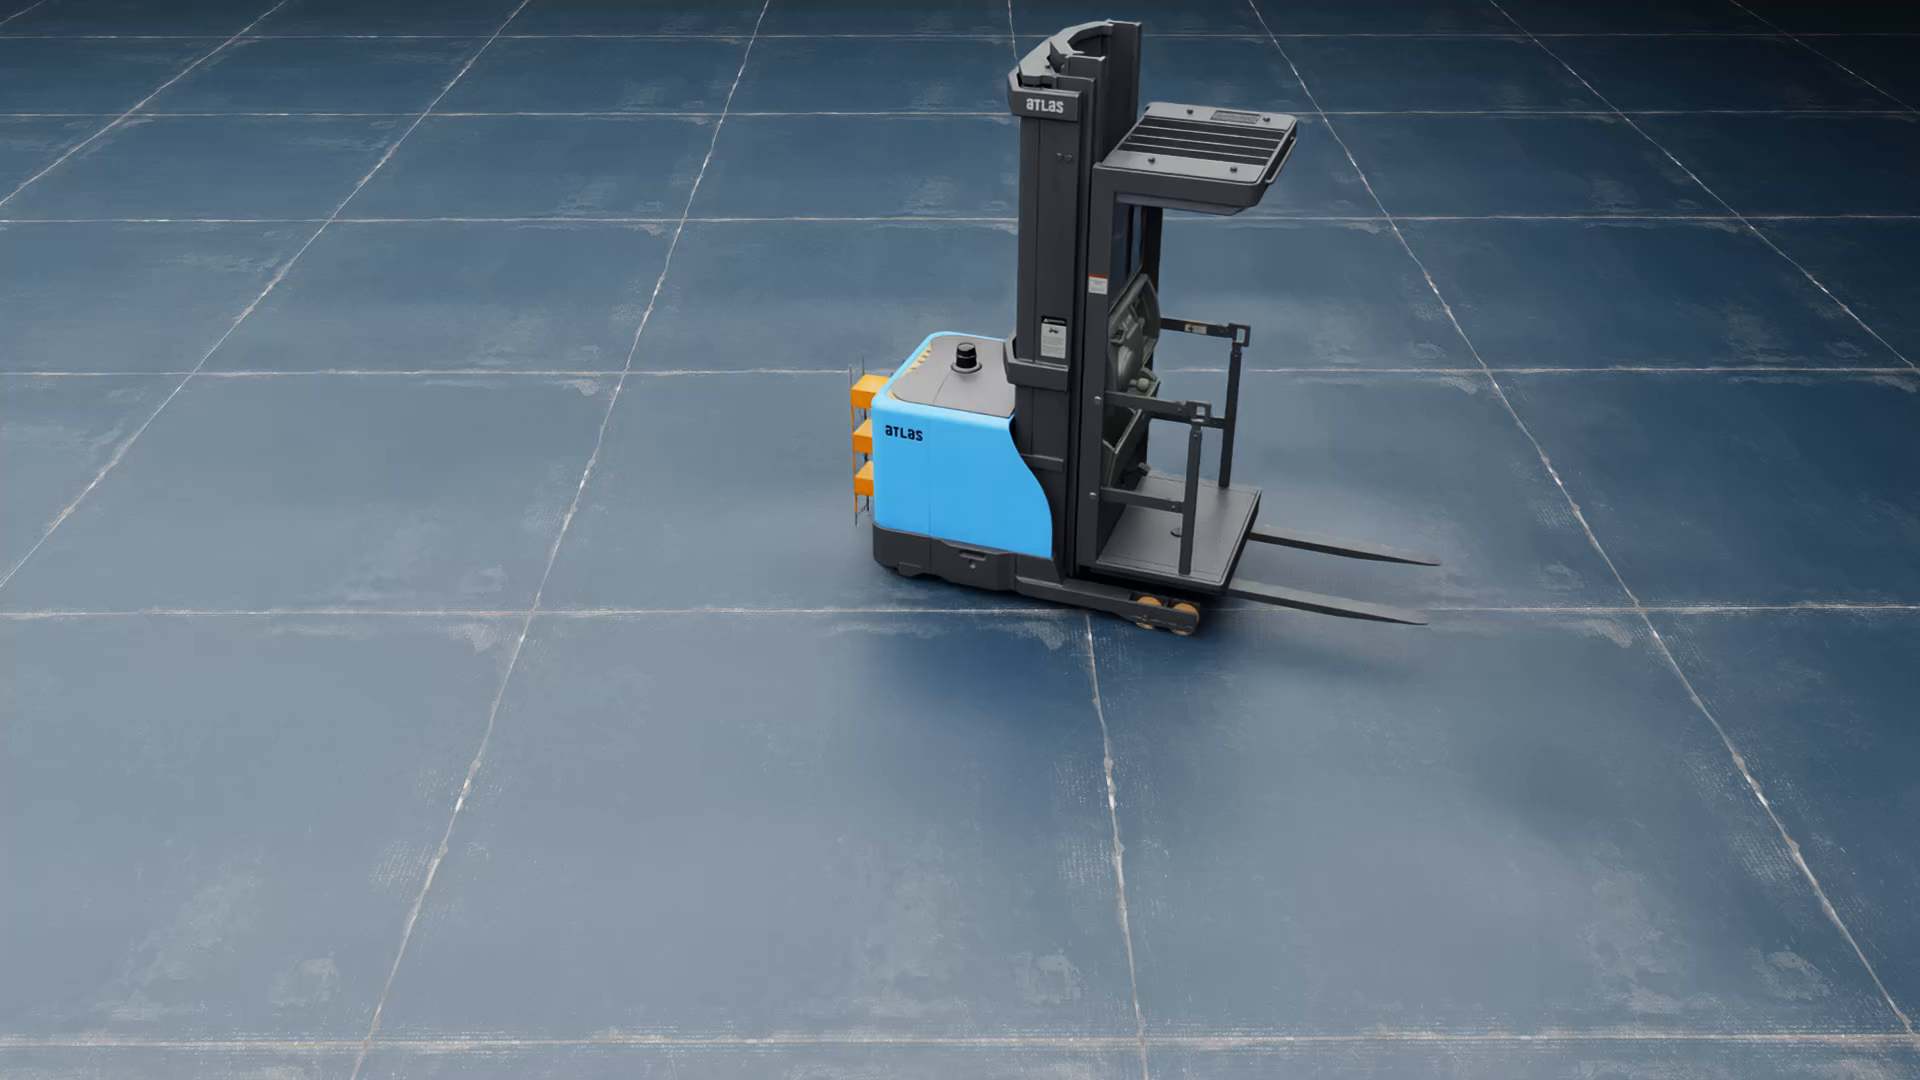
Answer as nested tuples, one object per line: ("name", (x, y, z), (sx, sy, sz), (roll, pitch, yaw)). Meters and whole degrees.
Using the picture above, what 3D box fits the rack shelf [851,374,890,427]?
("rack shelf", (-0.463, -0.778, 9.383), (0.240, 0.259, 0.215), (10, 33, 17))

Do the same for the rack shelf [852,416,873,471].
("rack shelf", (-0.463, -0.535, 9.530), (0.240, 0.259, 0.215), (10, 33, 17))

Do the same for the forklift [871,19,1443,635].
("forklift", (1.085, -1.060, 8.561), (3.031, 2.935, 1.130), (10, 33, 17))

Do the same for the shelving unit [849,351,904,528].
("shelving unit", (-0.463, -0.544, 9.524), (0.252, 1.050, 0.215), (10, 33, 17))

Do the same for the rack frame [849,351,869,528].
("rack frame", (-0.577, -0.566, 9.559), (0.008, 1.050, 0.200), (10, 33, 17))

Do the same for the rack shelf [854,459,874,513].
("rack shelf", (-0.463, -0.298, 9.674), (0.240, 0.259, 0.215), (10, 33, 17))

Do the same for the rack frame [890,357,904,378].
("rack frame", (-0.348, -0.523, 9.489), (0.008, 1.050, 0.200), (10, 33, 17))
